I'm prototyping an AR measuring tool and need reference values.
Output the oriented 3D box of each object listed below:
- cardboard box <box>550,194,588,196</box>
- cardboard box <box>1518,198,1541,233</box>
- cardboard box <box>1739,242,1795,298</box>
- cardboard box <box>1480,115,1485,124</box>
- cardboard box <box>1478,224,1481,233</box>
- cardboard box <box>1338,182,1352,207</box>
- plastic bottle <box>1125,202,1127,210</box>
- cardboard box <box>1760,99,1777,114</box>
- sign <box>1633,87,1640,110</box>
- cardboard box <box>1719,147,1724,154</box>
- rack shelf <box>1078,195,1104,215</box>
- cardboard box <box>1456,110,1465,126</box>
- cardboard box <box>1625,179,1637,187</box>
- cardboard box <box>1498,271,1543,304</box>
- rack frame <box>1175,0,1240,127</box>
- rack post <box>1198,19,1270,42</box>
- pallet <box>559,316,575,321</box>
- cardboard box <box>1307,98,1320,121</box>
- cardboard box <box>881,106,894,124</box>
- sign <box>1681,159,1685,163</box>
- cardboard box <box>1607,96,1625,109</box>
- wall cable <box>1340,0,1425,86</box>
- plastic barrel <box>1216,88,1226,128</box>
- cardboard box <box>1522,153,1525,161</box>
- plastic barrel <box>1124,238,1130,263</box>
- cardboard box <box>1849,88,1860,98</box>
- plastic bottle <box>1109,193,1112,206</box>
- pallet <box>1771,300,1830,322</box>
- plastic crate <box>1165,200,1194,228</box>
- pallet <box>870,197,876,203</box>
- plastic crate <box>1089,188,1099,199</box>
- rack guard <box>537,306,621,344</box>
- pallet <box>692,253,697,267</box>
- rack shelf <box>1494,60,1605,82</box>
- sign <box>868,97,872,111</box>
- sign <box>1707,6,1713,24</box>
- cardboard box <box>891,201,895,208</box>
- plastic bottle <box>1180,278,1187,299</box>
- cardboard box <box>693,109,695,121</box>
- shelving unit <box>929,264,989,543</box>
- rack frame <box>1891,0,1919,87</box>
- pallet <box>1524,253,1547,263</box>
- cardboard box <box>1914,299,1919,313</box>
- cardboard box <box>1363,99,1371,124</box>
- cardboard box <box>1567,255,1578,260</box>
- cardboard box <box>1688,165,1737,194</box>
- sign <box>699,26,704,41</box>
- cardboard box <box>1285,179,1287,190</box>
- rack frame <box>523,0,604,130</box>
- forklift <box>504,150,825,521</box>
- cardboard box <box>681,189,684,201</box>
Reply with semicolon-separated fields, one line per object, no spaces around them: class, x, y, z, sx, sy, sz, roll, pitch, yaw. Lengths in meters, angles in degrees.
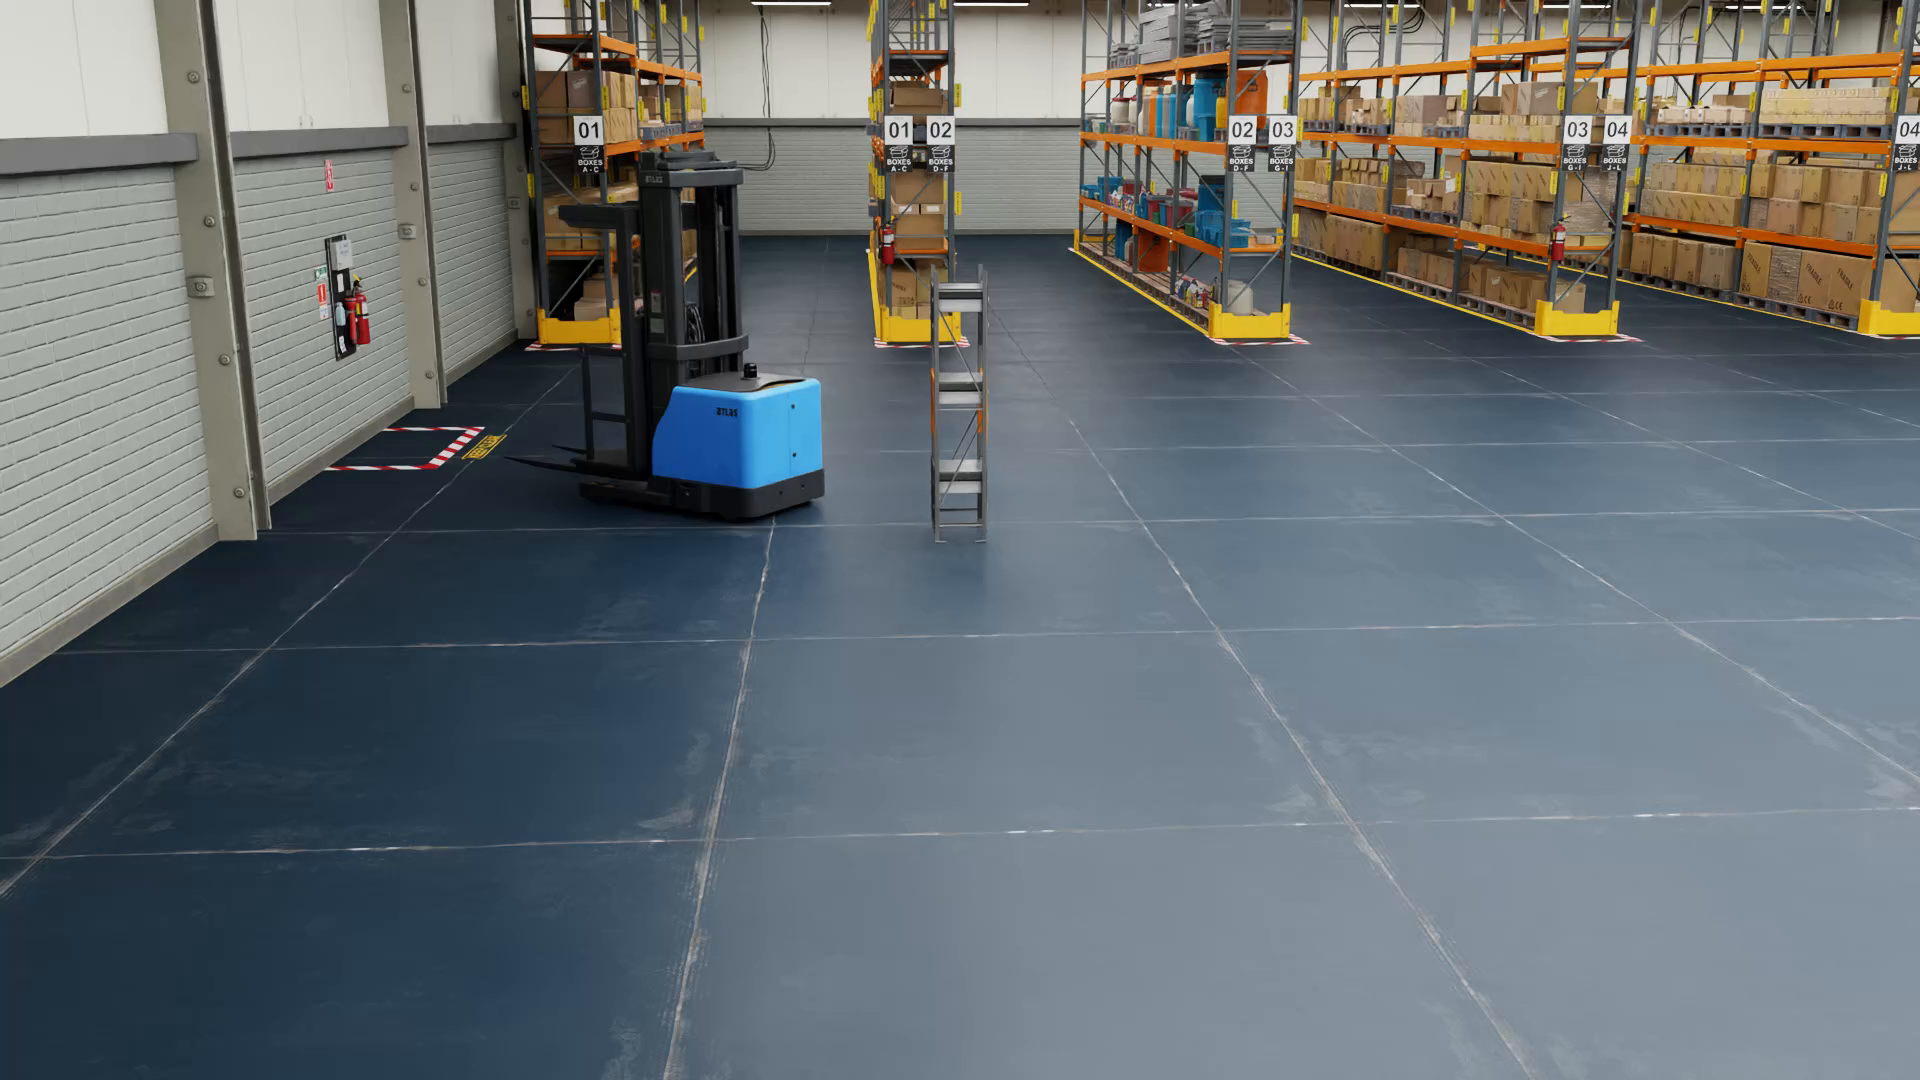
cardboard box;-5.790;-4.863;24.662;0.500;0.500;0.500;-1;14;-3
cardboard box;9.147;-5.005;25.661;0.875;0.500;0.500;-1;14;-3
cardboard box;13.982;-4.616;28.368;0.875;0.875;0.875;-1;14;-3
cardboard box;8.854;-6.970;27.577;0.380;0.149;0.250;-2;15;-6
cardboard box;8.840;-5.182;27.650;0.380;0.149;0.250;-1;14;-3
cardboard box;8.372;-7.342;35.342;0.500;0.500;0.500;-1;14;-3
plastic bottle;3.369;-6.720;33.521;0.097;0.201;0.097;0;14;0
cardboard box;13.764;-7.249;27.821;0.500;0.250;0.500;-1;14;-3
sign;9.846;-6.437;24.251;0.100;0.325;0.005;-1;14;-3
cardboard box;18.015;-9.116;38.929;0.380;0.149;0.250;-1;14;-3
rack shelf;3.494;-7.610;38.026;1.077;0.370;4.000;-1;14;-3
cardboard box;8.898;-7.371;29.061;0.396;0.266;0.258;0;14;-1
cardboard box;13.277;-7.078;32.985;0.380;0.149;0.250;-1;15;-6
cardboard box;9.201;-4.145;27.289;0.500;0.500;0.500;-2;15;-8
rack frame;4.113;-8.376;27.523;1.000;3.000;0.127;-1;14;-3
rack post;4.210;-7.826;25.537;0.937;0.300;0.954;-1;14;-4
pallet;-5.547;-3.194;25.018;1.003;0.211;1.213;-1;14;-3
cardboard box;8.394;-9.887;38.168;0.700;0.500;0.500;-2;15;-7
cardboard box;-0.918;-6.334;24.783;0.500;0.250;0.500;-1;14;-3
sign;17.650;-9.135;40.616;0.100;0.325;0.005;-1;14;-3
cardboard box;13.381;-8.882;33.770;0.396;0.266;0.258;-1;14;-3
wall cable;11.403;-14.455;44.691;2.277;5.999;0.120;-1;14;-3
plastic barrel;4.163;-6.505;25.049;0.600;0.588;0.600;0;14;0
cardboard box;13.115;-8.763;38.259;0.500;0.500;0.500;-1;14;-5
plastic barrel;3.624;-6.006;34.498;0.421;0.512;0.421;0;14;0
cardboard box;13.854;-6.842;25.439;0.380;0.149;0.250;-1;14;-2
plastic bottle;3.223;-7.273;35.509;0.061;0.283;0.133;-1;14;-3
pallet;14.061;-3.754;27.193;1.003;0.211;1.213;-1;14;-3
plastic crate;3.778;-5.618;28.712;0.402;0.464;0.583;-1;14;-3
pallet;-1.386;-7.092;34.955;1.003;0.211;1.213;-1;14;-3
plastic crate;3.156;-7.935;38.062;0.416;0.233;0.300;-1;14;-3
rack guard;-5.532;-3.132;24.195;1.175;0.500;0.348;-1;14;-3
pallet;-6.240;-6.148;36.496;1.003;0.211;1.213;-1;14;-3
rack shelf;13.394;-10.641;37.776;1.077;0.370;4.000;-1;14;-3
sign;-2.116;-10.248;39.061;0.100;0.325;0.005;-1;14;-3
sign;14.319;-10.038;31.787;0.100;0.325;0.005;-1;14;-3
cardboard box;-0.831;-4.984;24.875;0.380;0.149;0.250;-1;14;-4
plastic bottle;3.749;-4.194;27.741;0.144;0.351;0.185;0;14;-2
cardboard box;-6.107;-9.370;36.662;0.500;0.250;0.500;-1;14;-5
shelving unit;-0.010;-1.058;12.925;0.431;2.100;0.503;-1;14;-3
rack frame;18.700;-9.601;32.281;1.000;3.000;0.127;-1;14;-3
pallet;13.441;-6.405;37.495;1.003;0.211;1.213;-1;14;-3
cardboard box;15.958;-3.876;27.557;0.396;0.266;0.258;2;15;6
cardboard box;8.661;-8.756;33.968;0.797;0.503;0.637;-1;14;-4
cardboard box;13.333;-6.262;35.518;0.500;0.500;0.500;0;14;-1
cardboard box;13.882;-6.634;30.584;0.700;0.500;0.500;-1;14;-4
sign;-5.976;-11.703;38.420;0.100;0.325;0.005;-1;14;-3
cardboard box;8.073;-8.480;39.668;0.500;0.250;0.500;-1;14;-5
rack frame;-5.527;-7.229;23.062;1.000;3.000;0.127;-1;14;-3
forklift;-2.681;-1.830;14.258;3.031;2.935;1.130;9;17;31
cardboard box;-5.926;-7.147;33.947;0.500;0.500;0.500;-1;14;-3
